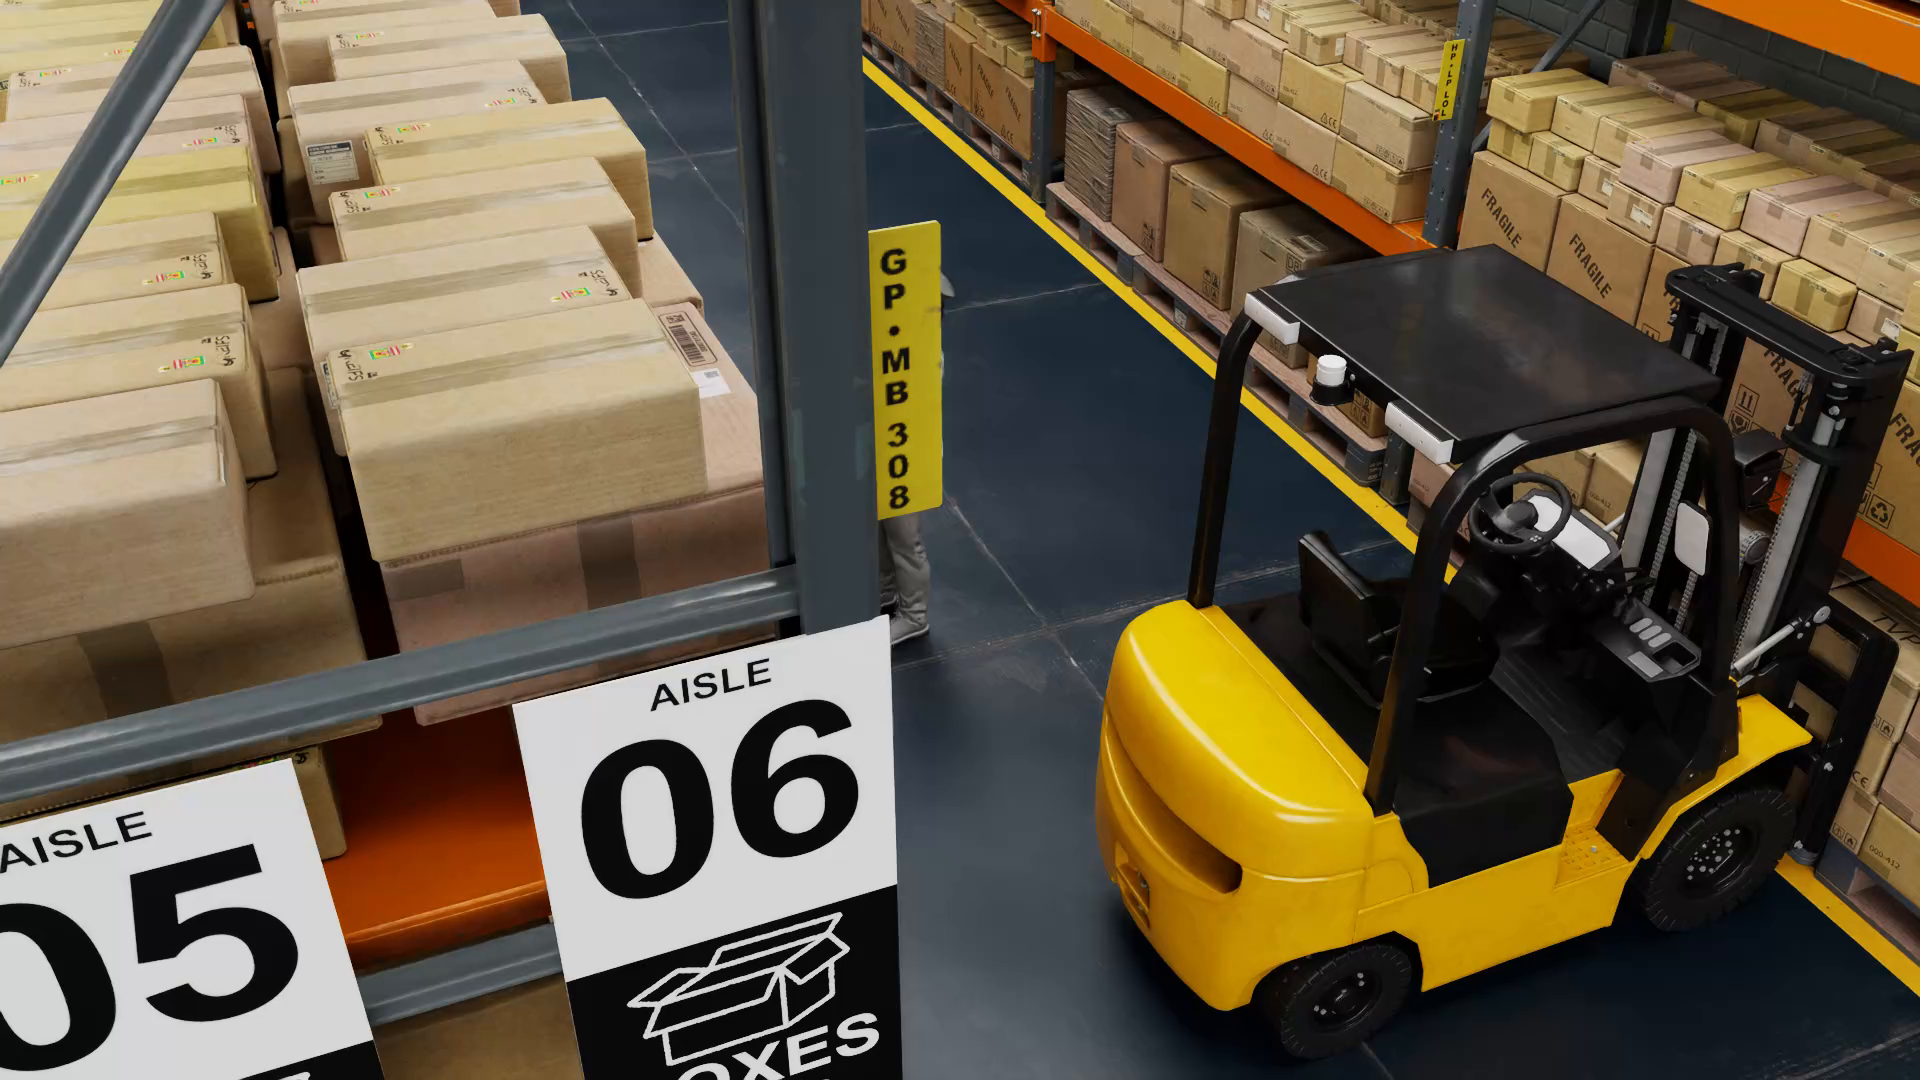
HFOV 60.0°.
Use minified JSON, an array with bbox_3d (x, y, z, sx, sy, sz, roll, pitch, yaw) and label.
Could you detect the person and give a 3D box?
[{"bbox_3d":[-0.281,-0.331,6.598,0.521,1.698,0.495,-4,34,-6],"label":"person"}]
